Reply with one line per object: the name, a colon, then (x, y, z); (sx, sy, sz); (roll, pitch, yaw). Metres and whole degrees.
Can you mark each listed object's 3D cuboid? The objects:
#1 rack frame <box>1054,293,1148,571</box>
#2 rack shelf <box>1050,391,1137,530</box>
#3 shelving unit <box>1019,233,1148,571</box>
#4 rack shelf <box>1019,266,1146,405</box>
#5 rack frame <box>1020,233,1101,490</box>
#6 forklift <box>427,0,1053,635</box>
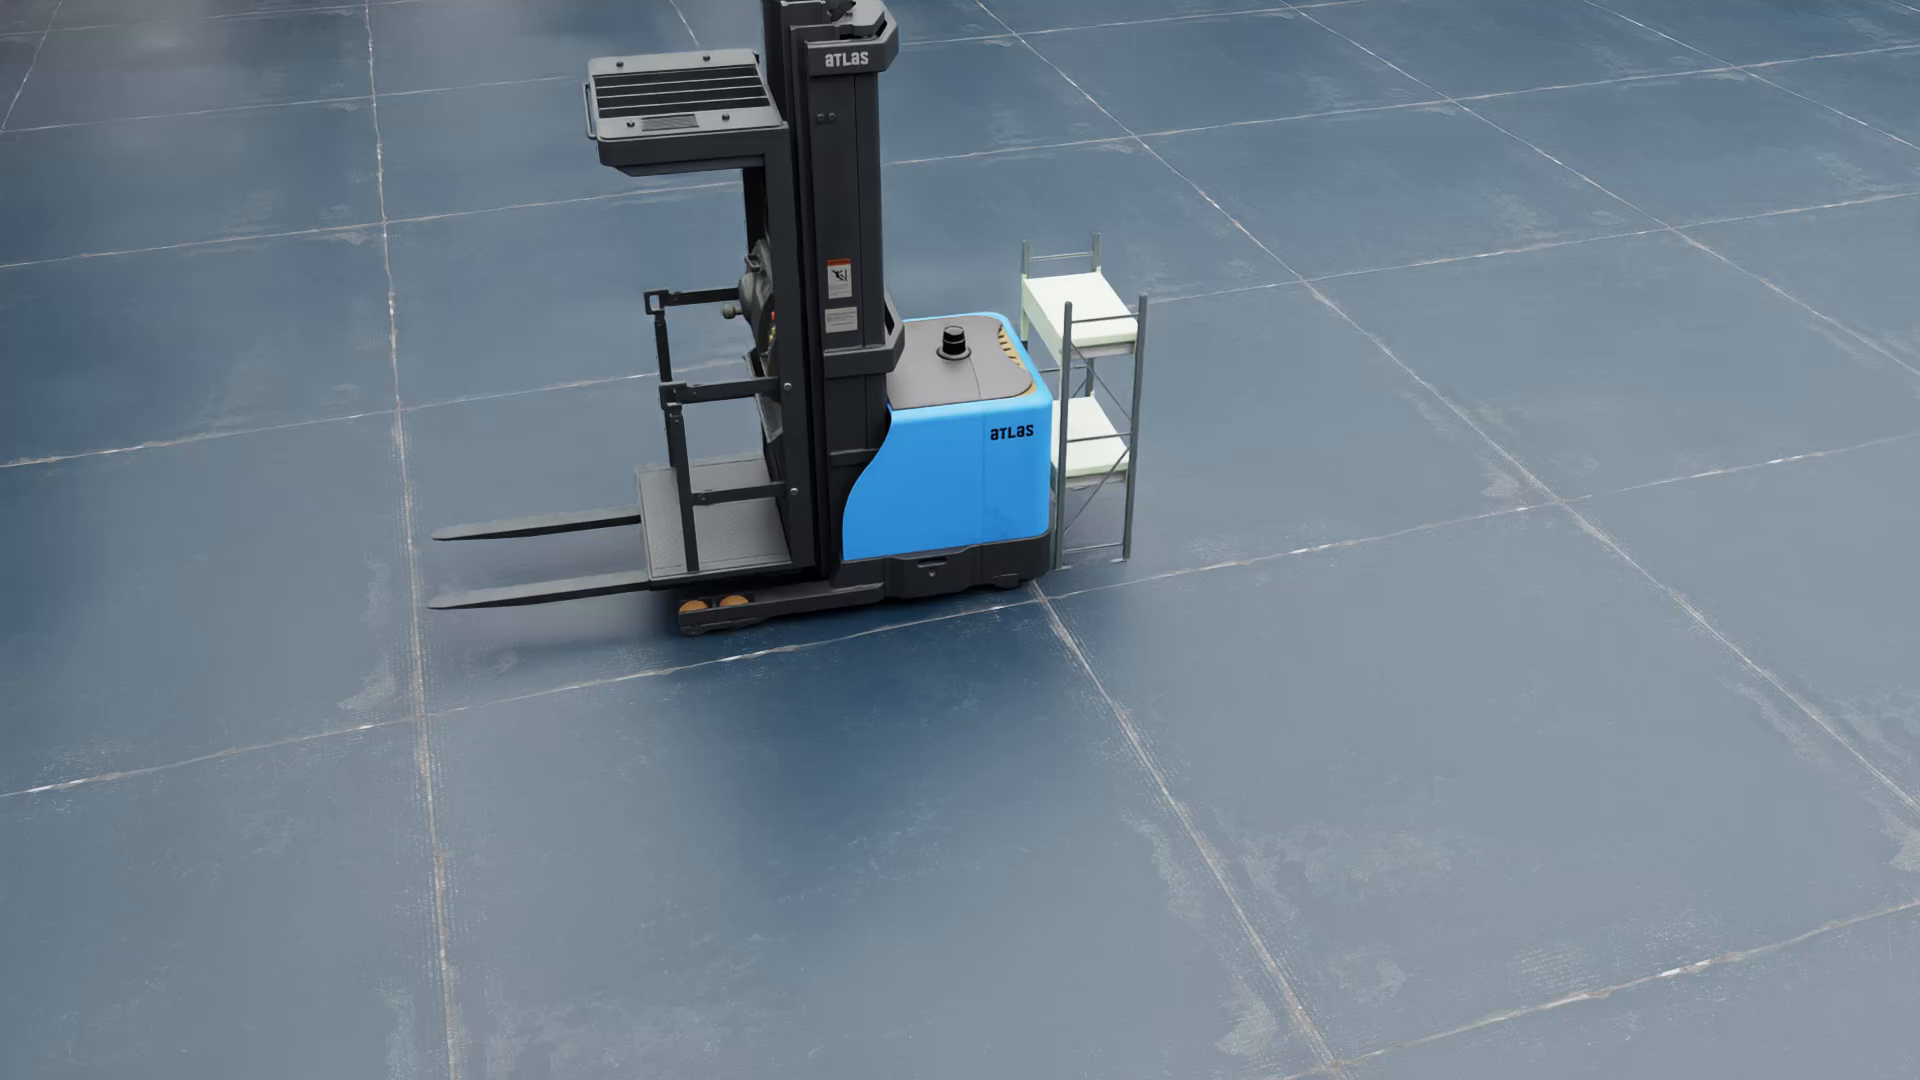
rack frame: (0.680, -0.498, 8.143); (0.400, 1.500, 0.023); (-8, 34, -11)
rack shelf: (0.595, -0.422, 8.620); (0.431, 0.370, 0.720); (-8, 34, -11)
shelving unit: (0.595, -0.694, 8.440); (0.431, 1.500, 0.755); (-8, 34, -11)
rack shelf: (0.595, -1.020, 8.225); (0.431, 0.370, 0.720); (-8, 34, -11)
rack frame: (0.509, -0.890, 8.737); (0.400, 1.500, 0.023); (-8, 34, -11)
forklift: (-1.118, -1.082, 7.729); (3.031, 2.935, 1.130); (-7, 34, -11)
